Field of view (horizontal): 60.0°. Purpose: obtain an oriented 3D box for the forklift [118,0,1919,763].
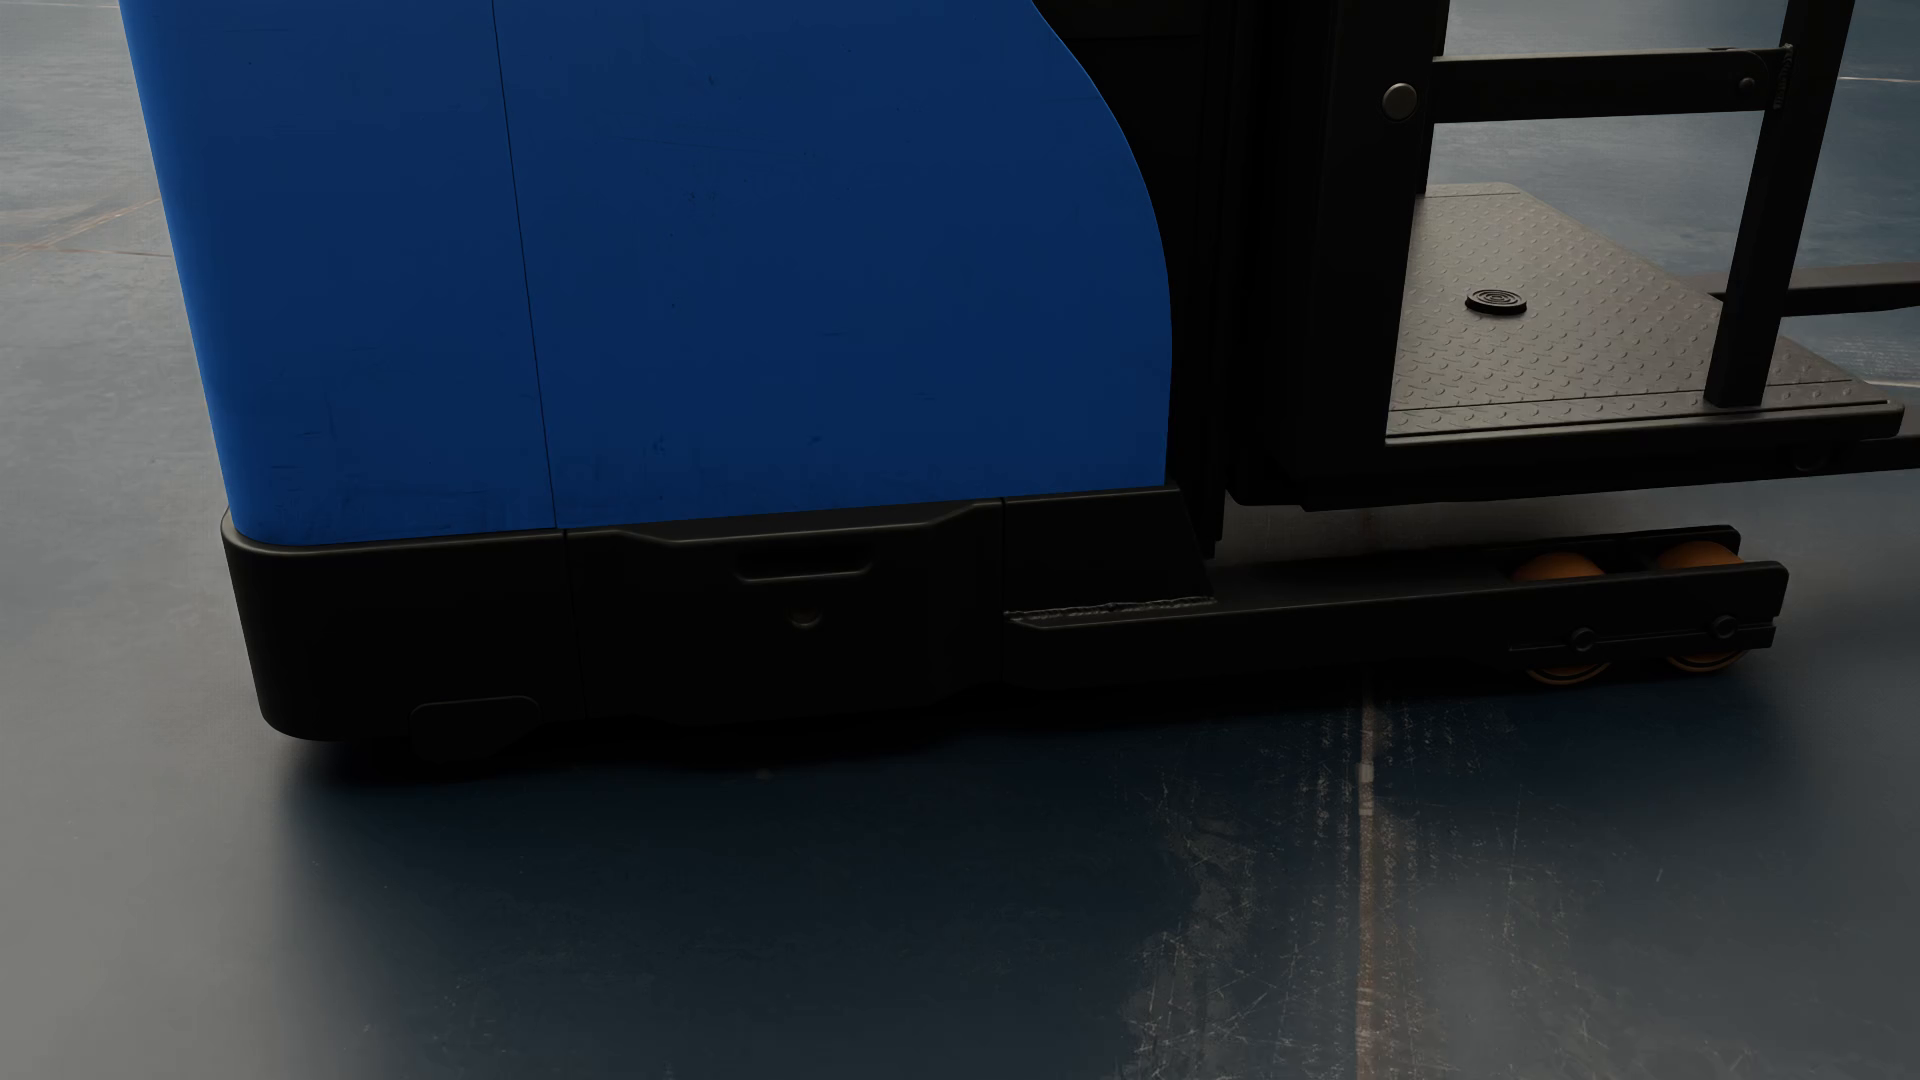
[{"bbox_3d":[0.600,-1.354,1.930,3.031,2.935,1.130,-4,27,-9],"label":"forklift"}]
